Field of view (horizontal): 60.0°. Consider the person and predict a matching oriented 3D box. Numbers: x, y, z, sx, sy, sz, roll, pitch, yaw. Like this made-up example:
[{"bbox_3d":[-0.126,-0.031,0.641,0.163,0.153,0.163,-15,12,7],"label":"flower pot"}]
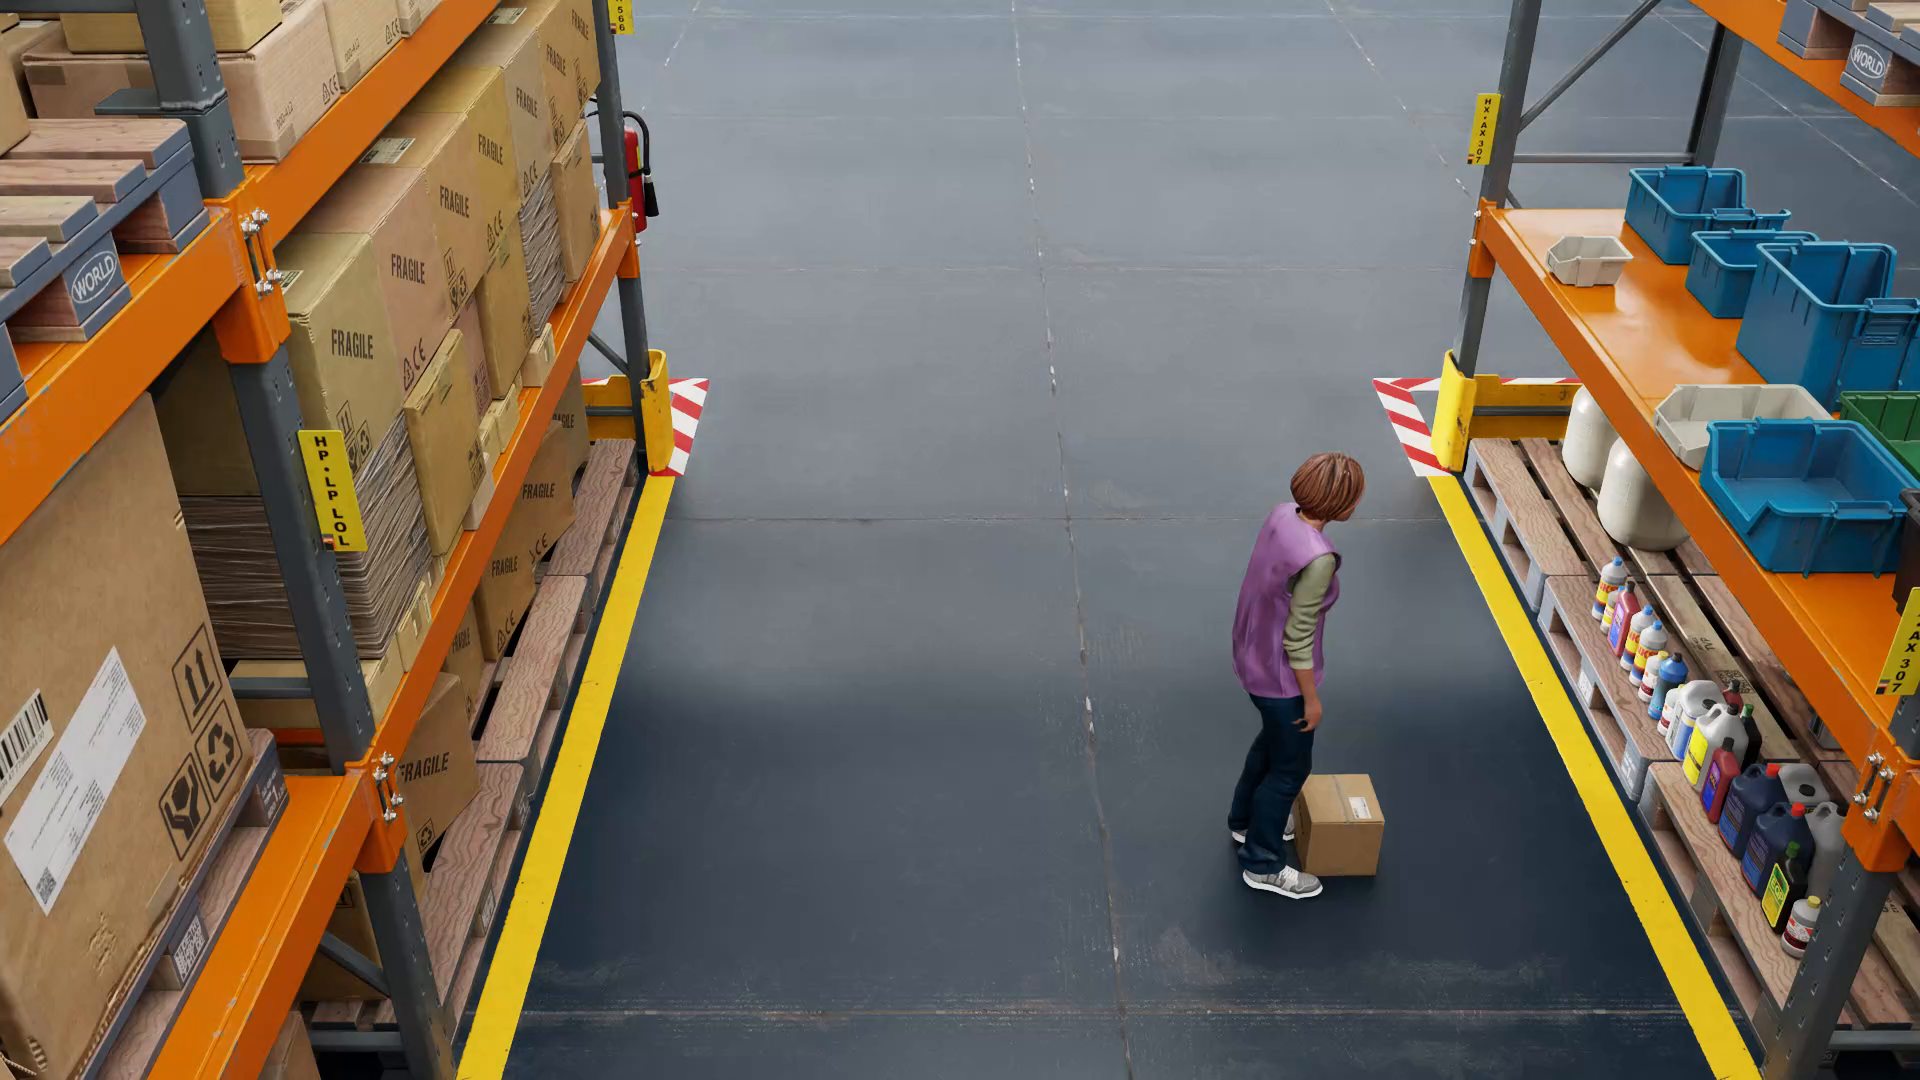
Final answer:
[{"bbox_3d":[1.080,0.431,5.456,0.330,1.592,0.484,-2,32,-3],"label":"person"}]
